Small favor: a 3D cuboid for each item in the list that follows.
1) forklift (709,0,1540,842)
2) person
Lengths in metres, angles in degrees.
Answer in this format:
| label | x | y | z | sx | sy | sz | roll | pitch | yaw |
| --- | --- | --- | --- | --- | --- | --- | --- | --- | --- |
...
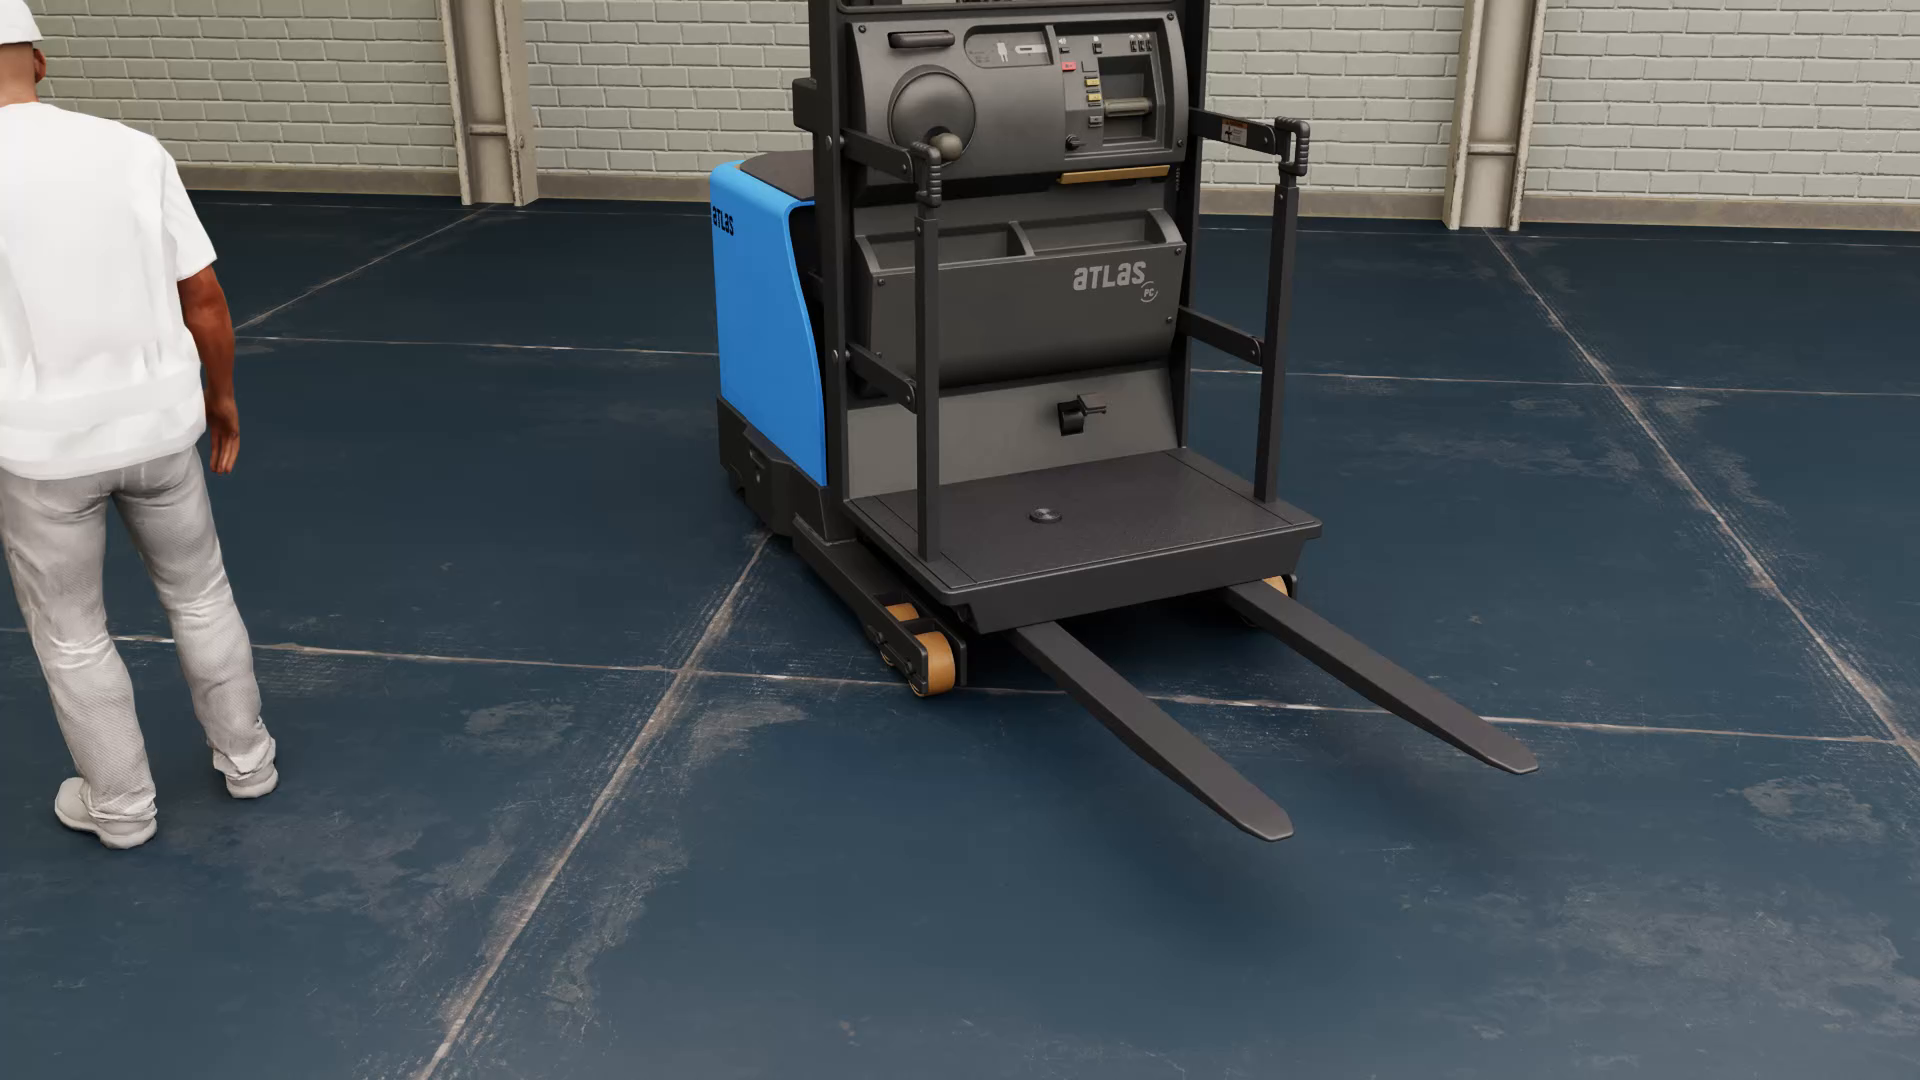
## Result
| label | x | y | z | sx | sy | sz | roll | pitch | yaw |
| --- | --- | --- | --- | --- | --- | --- | --- | --- | --- |
| forklift | 0.261 | -1.147 | 4.103 | 1.130 | 2.935 | 3.031 | -10 | 24 | -23 |
| person | -1.778 | -0.222 | 3.378 | 0.637 | 1.761 | 0.460 | -20 | 30 | -41 |
